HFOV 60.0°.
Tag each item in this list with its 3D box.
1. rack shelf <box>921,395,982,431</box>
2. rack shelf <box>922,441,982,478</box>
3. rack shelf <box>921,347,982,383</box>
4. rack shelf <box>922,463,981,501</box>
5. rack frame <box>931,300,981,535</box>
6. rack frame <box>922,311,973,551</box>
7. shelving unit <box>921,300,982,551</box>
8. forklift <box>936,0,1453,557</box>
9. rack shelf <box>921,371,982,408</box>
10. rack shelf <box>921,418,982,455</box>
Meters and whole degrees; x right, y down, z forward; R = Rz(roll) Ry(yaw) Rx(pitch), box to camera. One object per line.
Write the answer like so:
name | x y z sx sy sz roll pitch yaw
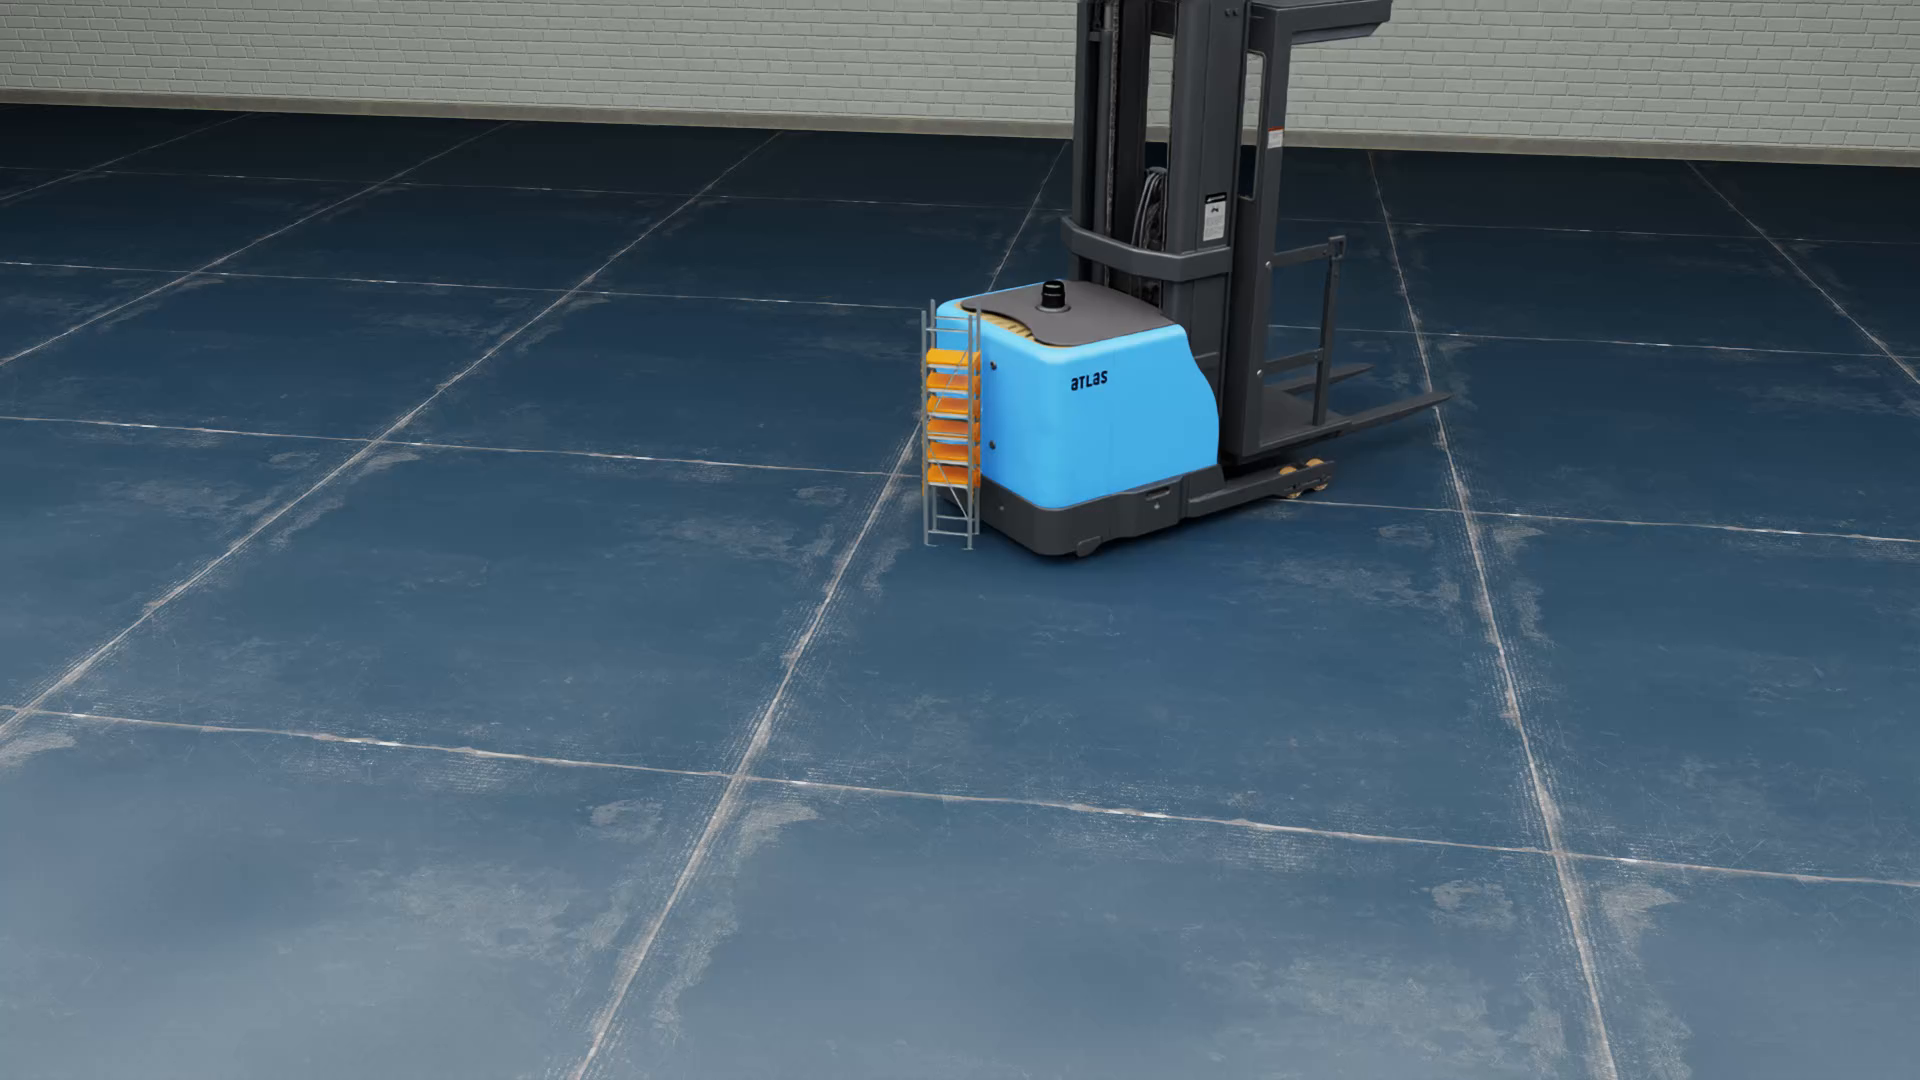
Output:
rack shelf | -0.040 -0.609 7.957 0.258 0.103 0.180 5 26 11
rack shelf | -0.040 -0.391 8.059 0.258 0.103 0.180 5 26 11
rack shelf | -0.040 -0.826 7.855 0.258 0.103 0.180 5 26 11
rack shelf | -0.040 -0.283 8.110 0.258 0.103 0.180 5 26 11
rack frame | -0.020 -0.578 8.070 0.240 1.200 0.006 5 26 11
rack frame | -0.059 -0.502 7.908 0.240 1.200 0.006 5 26 11
shelving unit | -0.040 -0.540 7.989 0.258 1.200 0.189 5 26 11
forklift | 1.375 -1.712 8.450 3.031 2.935 1.130 -16 29 -30
rack shelf | -0.040 -0.718 7.906 0.258 0.103 0.180 5 26 11
rack shelf | -0.040 -0.500 8.008 0.258 0.103 0.180 5 26 11
